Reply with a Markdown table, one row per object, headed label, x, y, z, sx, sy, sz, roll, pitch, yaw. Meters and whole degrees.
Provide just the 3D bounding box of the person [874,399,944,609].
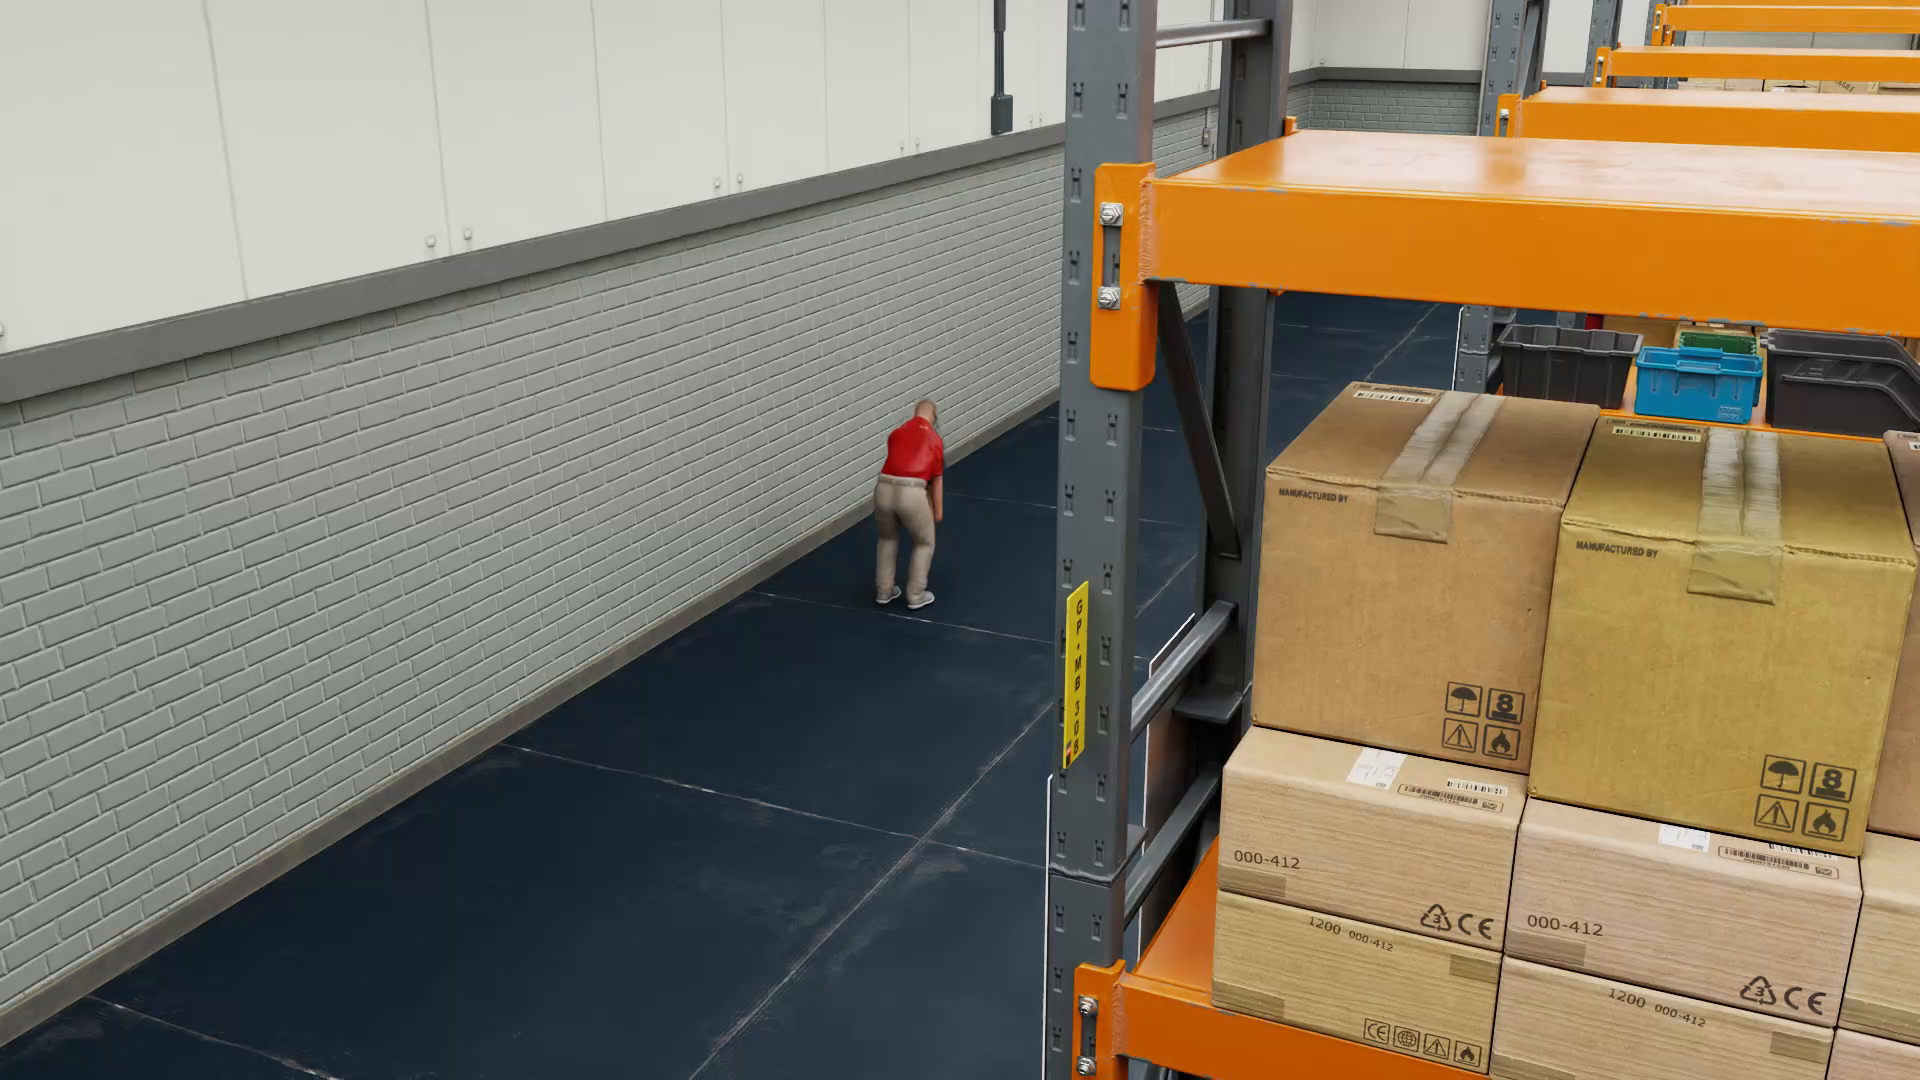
| label | x | y | z | sx | sy | sz | roll | pitch | yaw |
| --- | --- | --- | --- | --- | --- | --- | --- | --- | --- |
| person | -0.368 | -0.281 | 12.760 | 0.475 | 1.509 | 0.780 | 8 | 20 | 22 |
